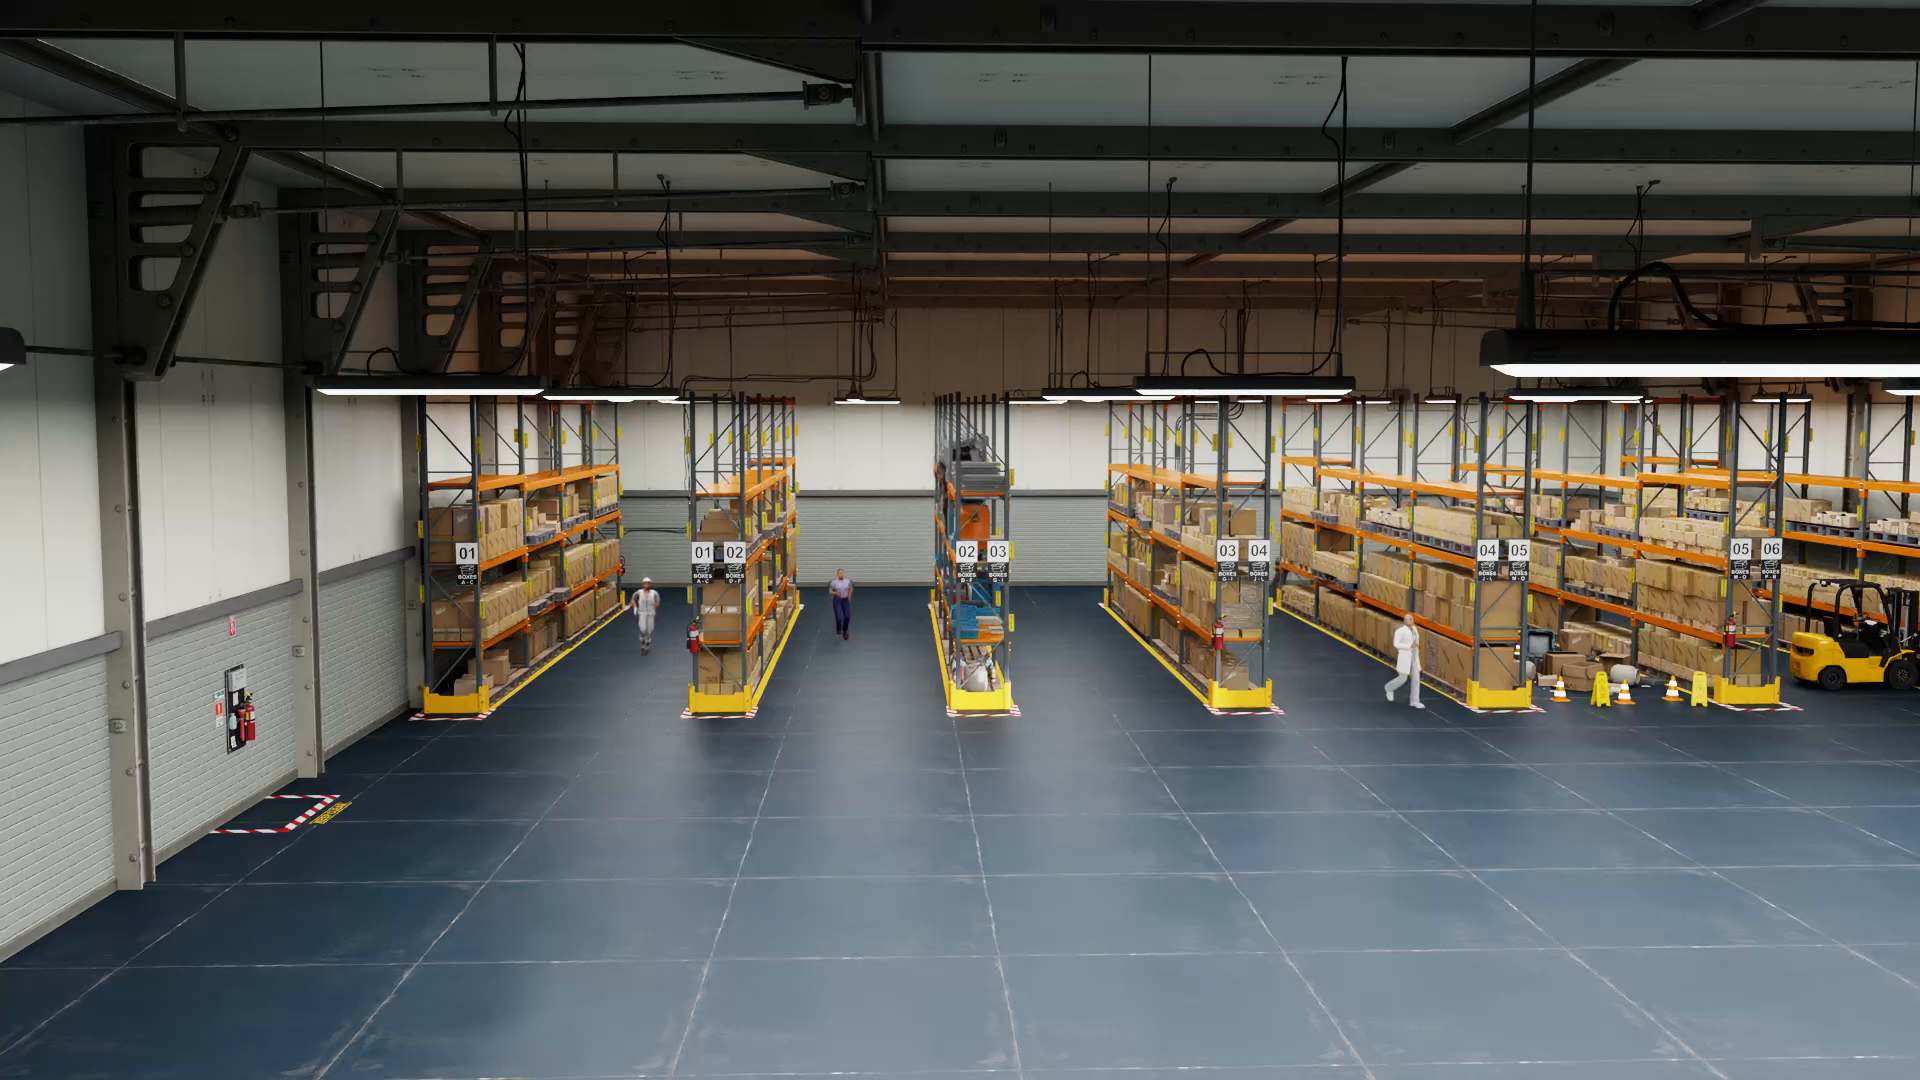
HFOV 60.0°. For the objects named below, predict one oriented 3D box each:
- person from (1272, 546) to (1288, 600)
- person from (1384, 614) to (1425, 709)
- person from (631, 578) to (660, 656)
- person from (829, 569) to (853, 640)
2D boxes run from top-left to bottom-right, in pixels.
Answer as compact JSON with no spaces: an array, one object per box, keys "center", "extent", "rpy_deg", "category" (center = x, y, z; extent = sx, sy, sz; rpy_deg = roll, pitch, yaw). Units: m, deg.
[{"center":[9.500,0.993,48.966],"extent":[0.787,1.722,0.691],"rpy_deg":[1,5,7],"category":"person"},{"center":[8.507,2.280,31.702],"extent":[0.723,1.761,0.984],"rpy_deg":[-3,5,-29],"category":"person"},{"center":[-7.223,1.762,38.337],"extent":[0.632,1.792,0.724],"rpy_deg":[-2,5,-19],"category":"person"},{"center":[-2.811,1.547,39.627],"extent":[0.589,1.705,0.598],"rpy_deg":[-1,5,-12],"category":"person"}]
